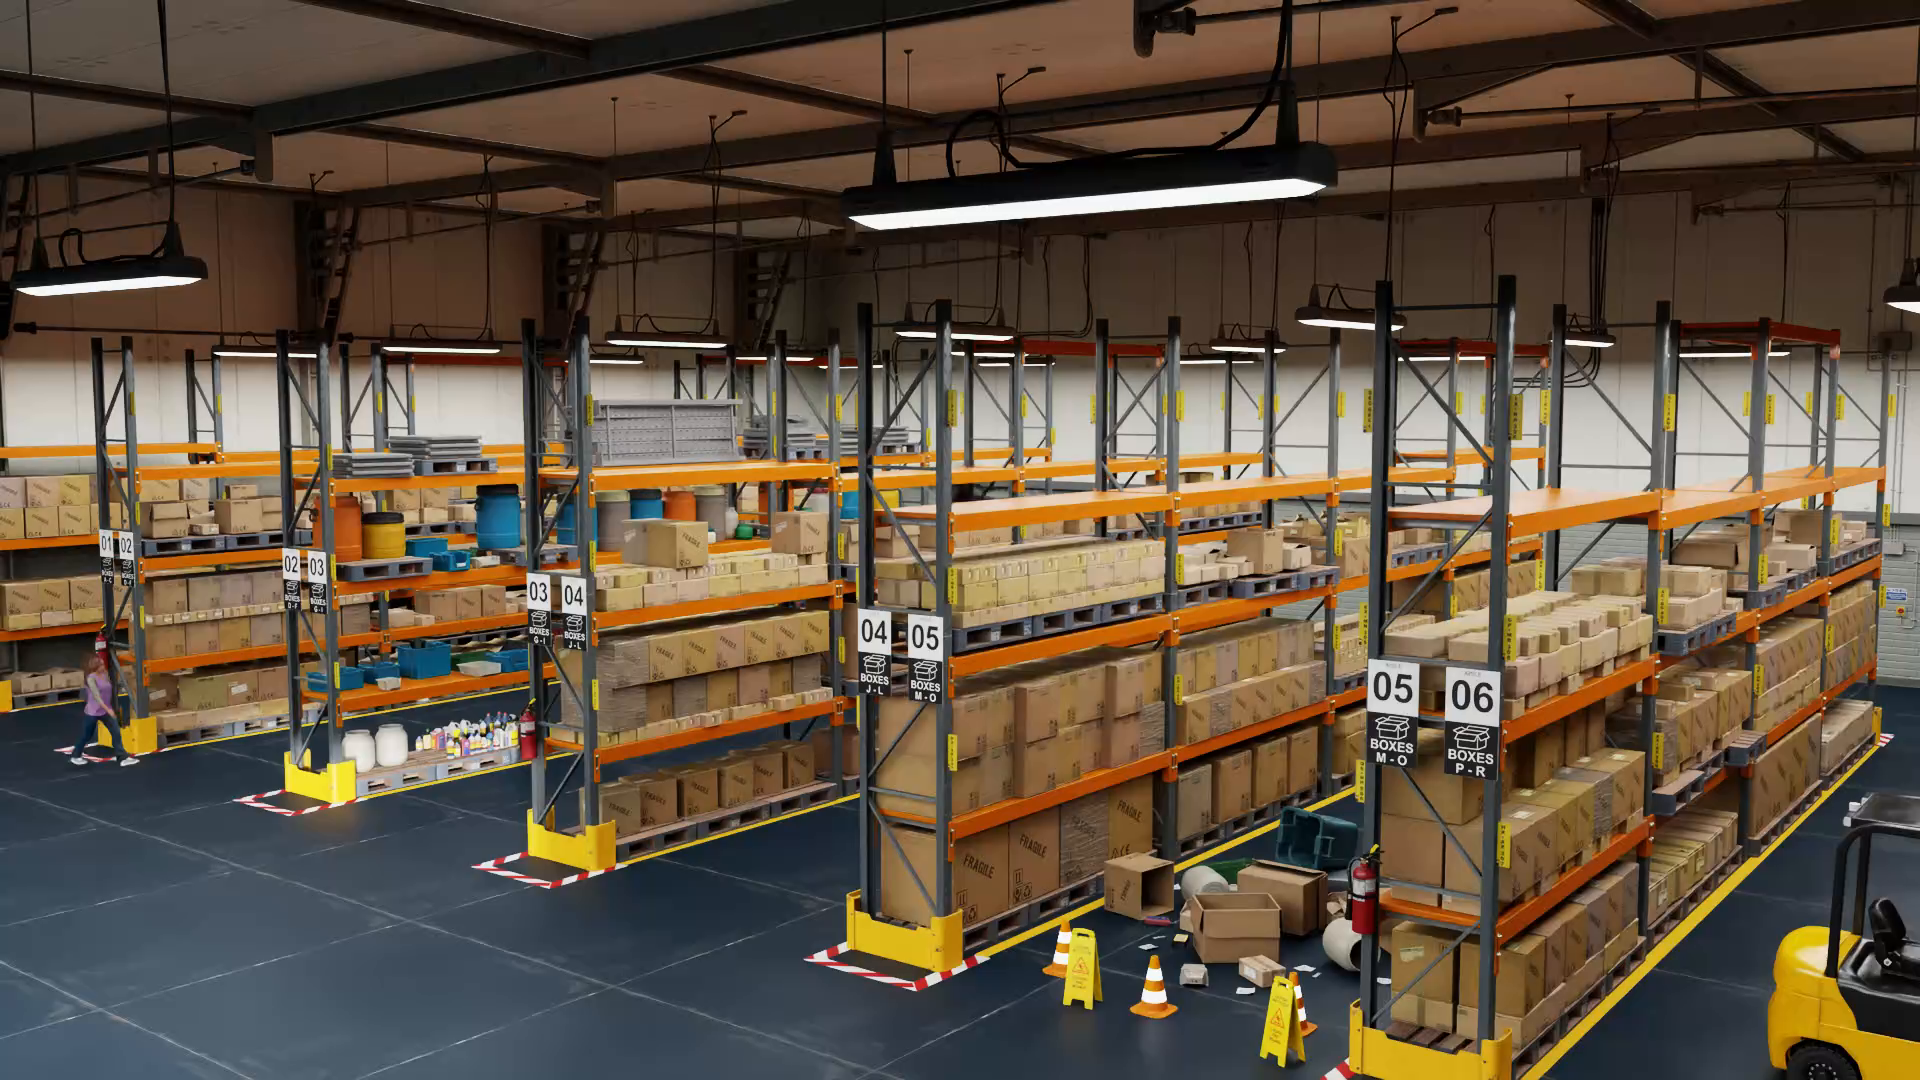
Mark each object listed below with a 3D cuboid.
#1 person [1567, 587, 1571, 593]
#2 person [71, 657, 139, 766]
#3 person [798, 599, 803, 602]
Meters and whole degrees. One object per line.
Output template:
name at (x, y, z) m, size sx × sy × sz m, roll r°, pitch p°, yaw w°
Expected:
person at (10.939, 1.666, 29.892) m, size 1.020 × 1.733 × 0.584 m, roll -1°, pitch 5°, yaw -16°
person at (-11.869, 2.370, 22.985) m, size 0.993 × 1.528 × 0.388 m, roll 1°, pitch 5°, yaw 12°
person at (-3.647, 0.902, 39.267) m, size 0.462 × 1.697 × 0.467 m, roll 4°, pitch 7°, yaw 42°
